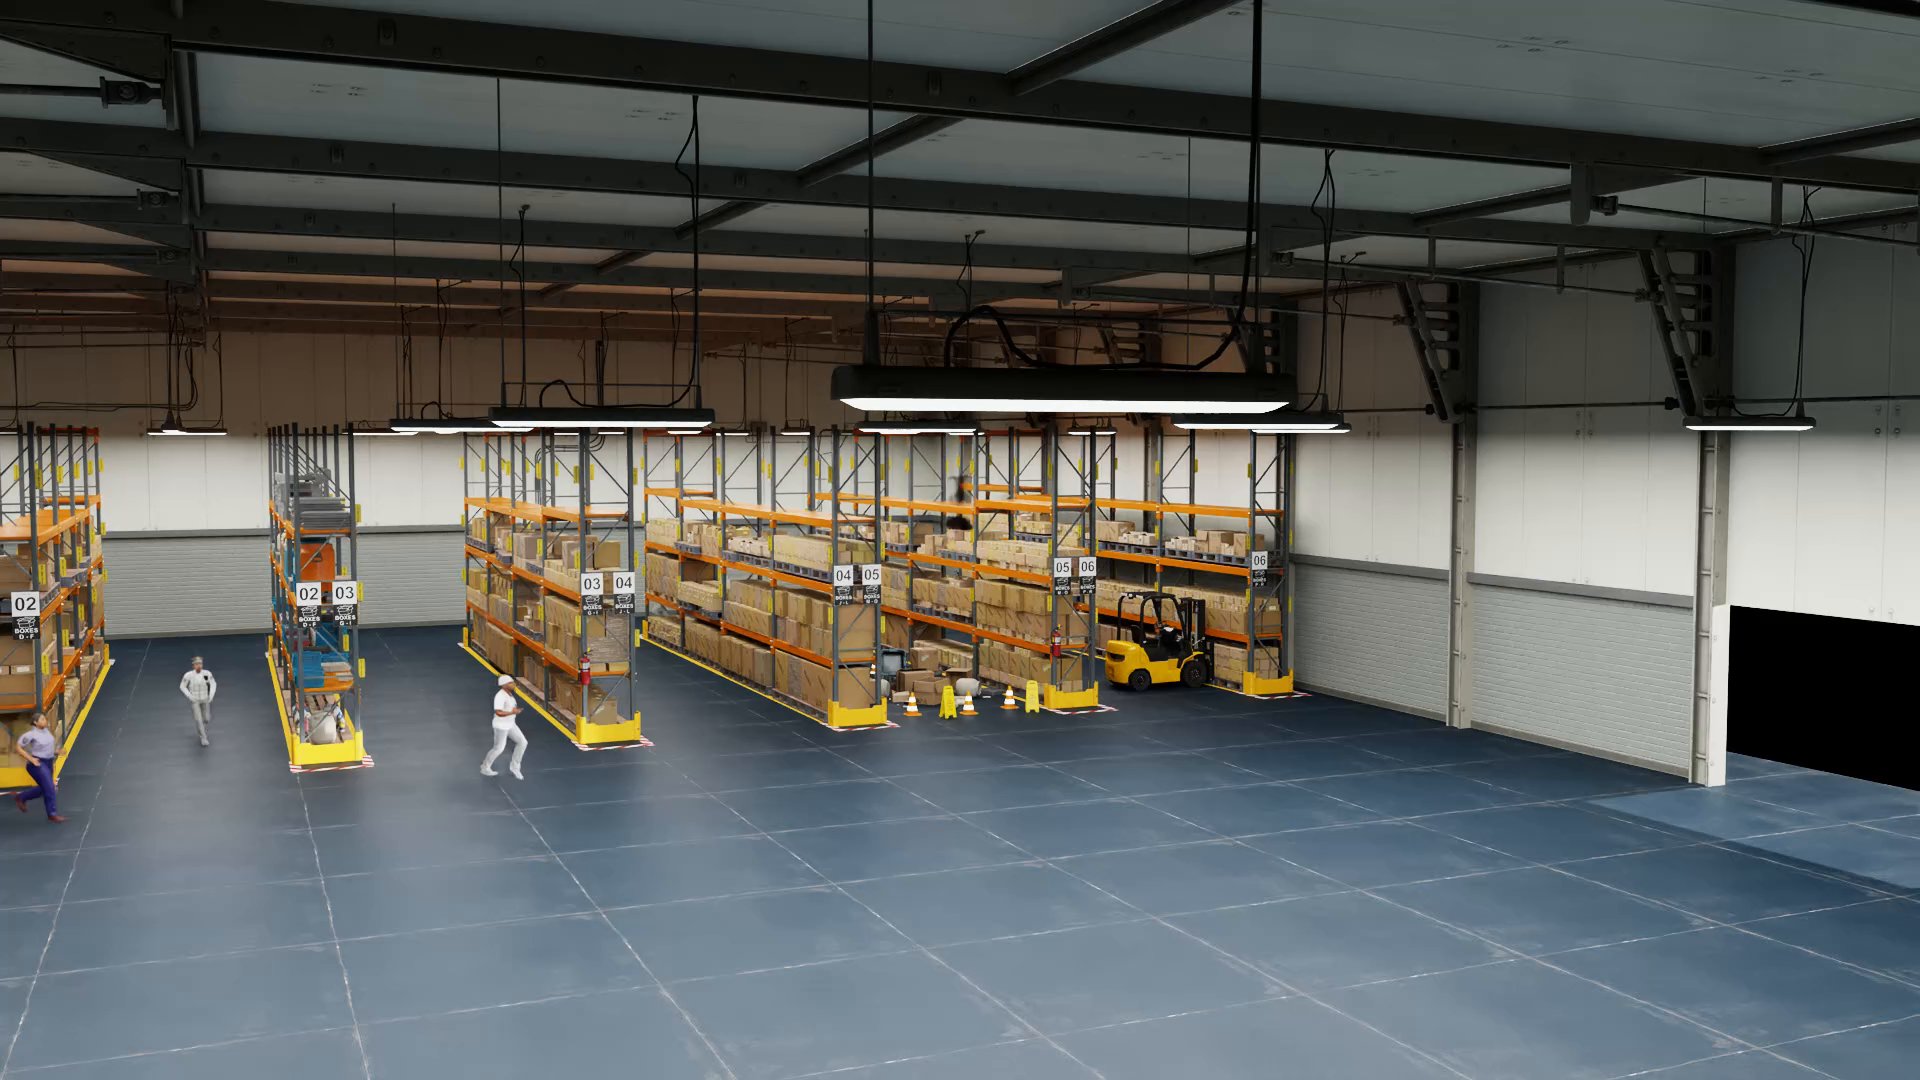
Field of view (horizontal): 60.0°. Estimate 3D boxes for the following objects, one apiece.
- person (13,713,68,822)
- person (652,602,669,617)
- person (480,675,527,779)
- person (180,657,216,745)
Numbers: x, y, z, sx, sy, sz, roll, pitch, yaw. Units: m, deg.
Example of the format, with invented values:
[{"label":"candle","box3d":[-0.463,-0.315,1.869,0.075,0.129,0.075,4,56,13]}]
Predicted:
[{"label":"person","box3d":[-13.764,3.402,24.862,0.807,1.649,0.608,0,3,0]},{"label":"person","box3d":[-8.939,1.853,49.862,0.585,1.650,0.650,3,4,36]},{"label":"person","box3d":[-7.669,3.154,27.851,0.796,1.803,0.673,1,4,8]},{"label":"person","box3d":[-14.296,2.998,31.220,0.637,1.659,0.526,-2,4,-33]}]
